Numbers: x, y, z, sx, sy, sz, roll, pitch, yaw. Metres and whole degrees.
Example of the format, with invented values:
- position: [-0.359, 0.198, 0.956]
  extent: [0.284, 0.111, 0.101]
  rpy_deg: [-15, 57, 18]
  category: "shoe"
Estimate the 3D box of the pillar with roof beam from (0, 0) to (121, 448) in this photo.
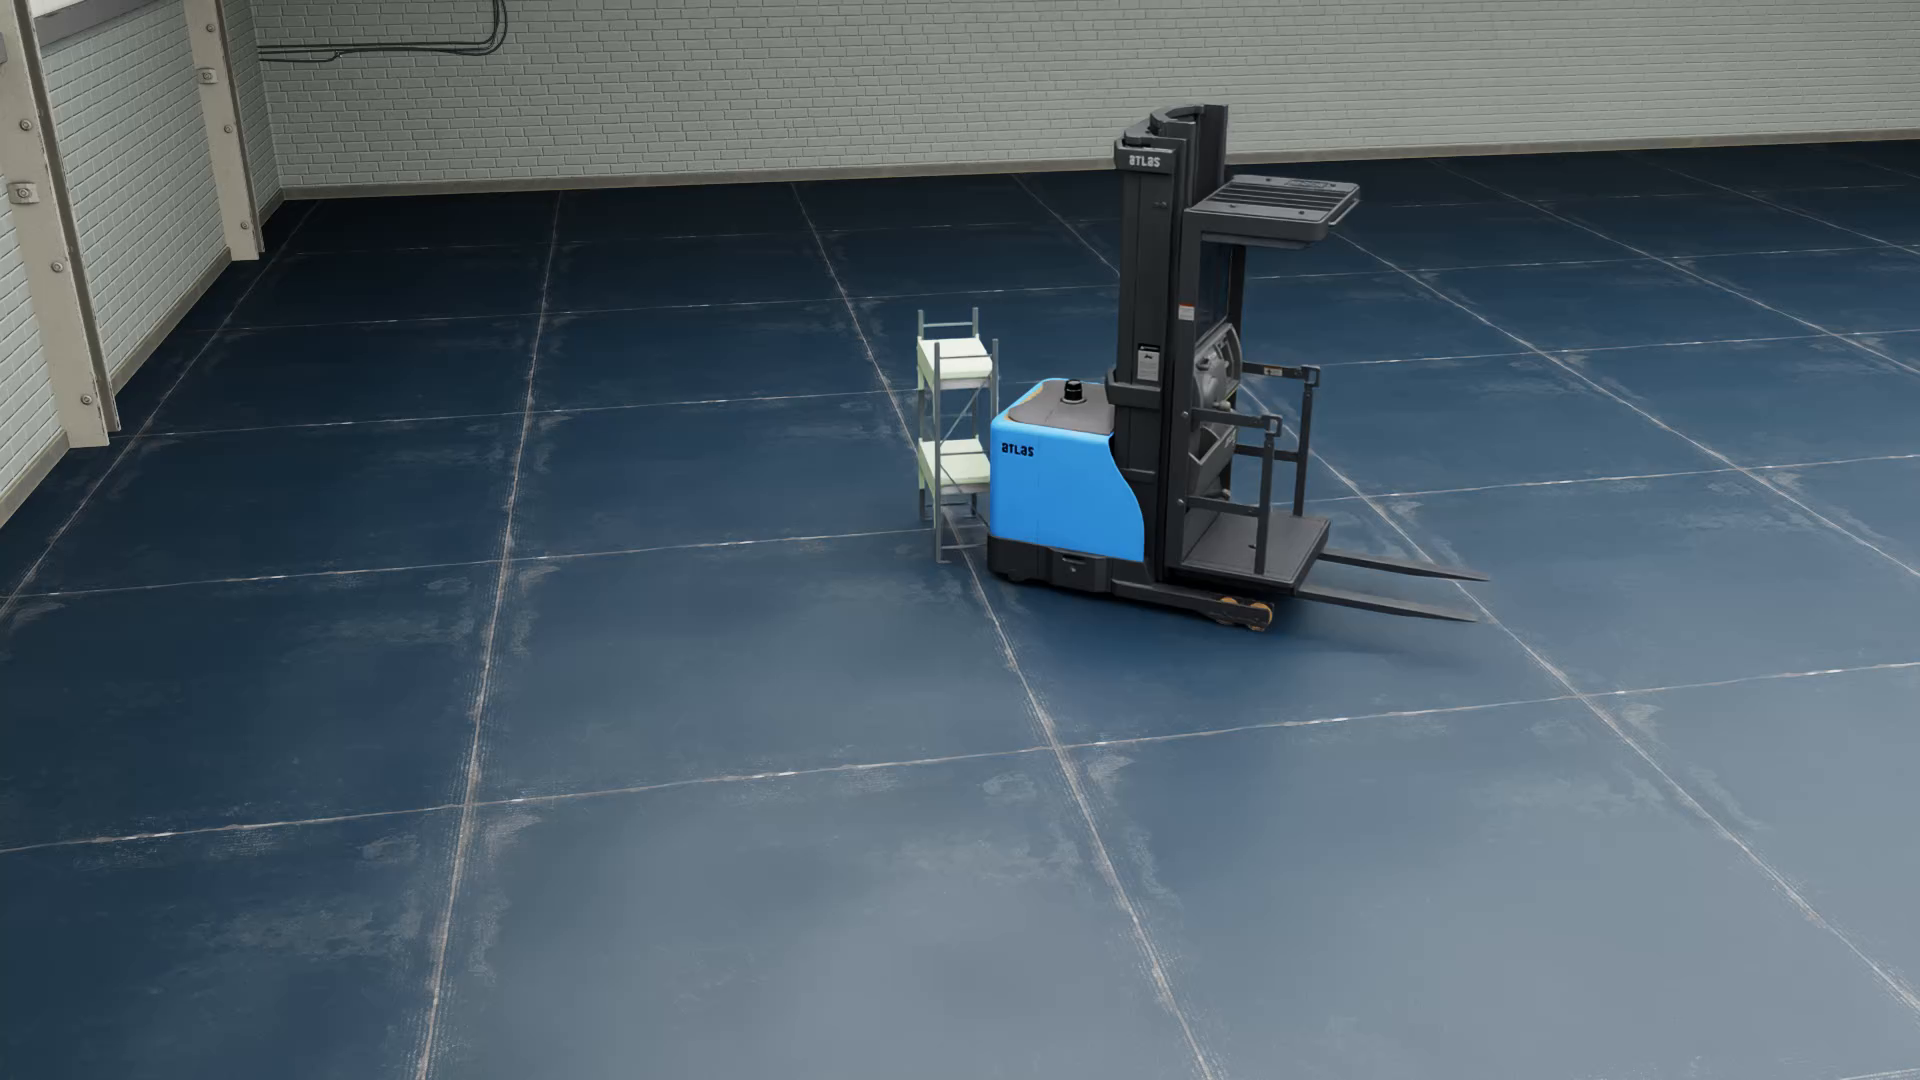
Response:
- position: [-2.585, -5.243, 12.011]
  extent: [9.100, 9.000, 0.400]
  rpy_deg: [-4, 24, -10]
  category: "pillar with roof beam"

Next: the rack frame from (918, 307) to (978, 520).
- position: [-0.080, -0.840, 11.300]
  extent: [0.400, 1.500, 0.023]
  rpy_deg: [-4, 24, -8]
  category: "rack frame"

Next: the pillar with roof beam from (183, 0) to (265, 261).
- position: [5.855, -2.236, 5.064]
  extent: [22.890, 9.050, 30.400]
  rpy_deg: [-4, 24, -10]
  category: "pillar with roof beam"

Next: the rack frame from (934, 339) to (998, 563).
- position: [0.038, -0.551, 10.638]
  extent: [0.400, 1.500, 0.023]
  rpy_deg: [-4, 24, -8]
  category: "rack frame"

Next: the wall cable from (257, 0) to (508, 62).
- position: [-7.171, -7.118, 20.184]
  extent: [3.097, 2.526, 0.112]
  rpy_deg: [-4, 24, -10]
  category: "wall cable"

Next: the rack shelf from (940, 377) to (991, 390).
- position: [-0.021, -1.119, 10.784]
  extent: [0.332, 0.071, 0.664]
  rpy_deg: [-4, 24, -8]
  category: "rack shelf"

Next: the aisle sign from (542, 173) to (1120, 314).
- position: [-1.720, -3.628, 19.556]
  extent: [6.000, 0.001, 6.000]
  rpy_deg: [-4, 24, -10]
  category: "aisle sign"
